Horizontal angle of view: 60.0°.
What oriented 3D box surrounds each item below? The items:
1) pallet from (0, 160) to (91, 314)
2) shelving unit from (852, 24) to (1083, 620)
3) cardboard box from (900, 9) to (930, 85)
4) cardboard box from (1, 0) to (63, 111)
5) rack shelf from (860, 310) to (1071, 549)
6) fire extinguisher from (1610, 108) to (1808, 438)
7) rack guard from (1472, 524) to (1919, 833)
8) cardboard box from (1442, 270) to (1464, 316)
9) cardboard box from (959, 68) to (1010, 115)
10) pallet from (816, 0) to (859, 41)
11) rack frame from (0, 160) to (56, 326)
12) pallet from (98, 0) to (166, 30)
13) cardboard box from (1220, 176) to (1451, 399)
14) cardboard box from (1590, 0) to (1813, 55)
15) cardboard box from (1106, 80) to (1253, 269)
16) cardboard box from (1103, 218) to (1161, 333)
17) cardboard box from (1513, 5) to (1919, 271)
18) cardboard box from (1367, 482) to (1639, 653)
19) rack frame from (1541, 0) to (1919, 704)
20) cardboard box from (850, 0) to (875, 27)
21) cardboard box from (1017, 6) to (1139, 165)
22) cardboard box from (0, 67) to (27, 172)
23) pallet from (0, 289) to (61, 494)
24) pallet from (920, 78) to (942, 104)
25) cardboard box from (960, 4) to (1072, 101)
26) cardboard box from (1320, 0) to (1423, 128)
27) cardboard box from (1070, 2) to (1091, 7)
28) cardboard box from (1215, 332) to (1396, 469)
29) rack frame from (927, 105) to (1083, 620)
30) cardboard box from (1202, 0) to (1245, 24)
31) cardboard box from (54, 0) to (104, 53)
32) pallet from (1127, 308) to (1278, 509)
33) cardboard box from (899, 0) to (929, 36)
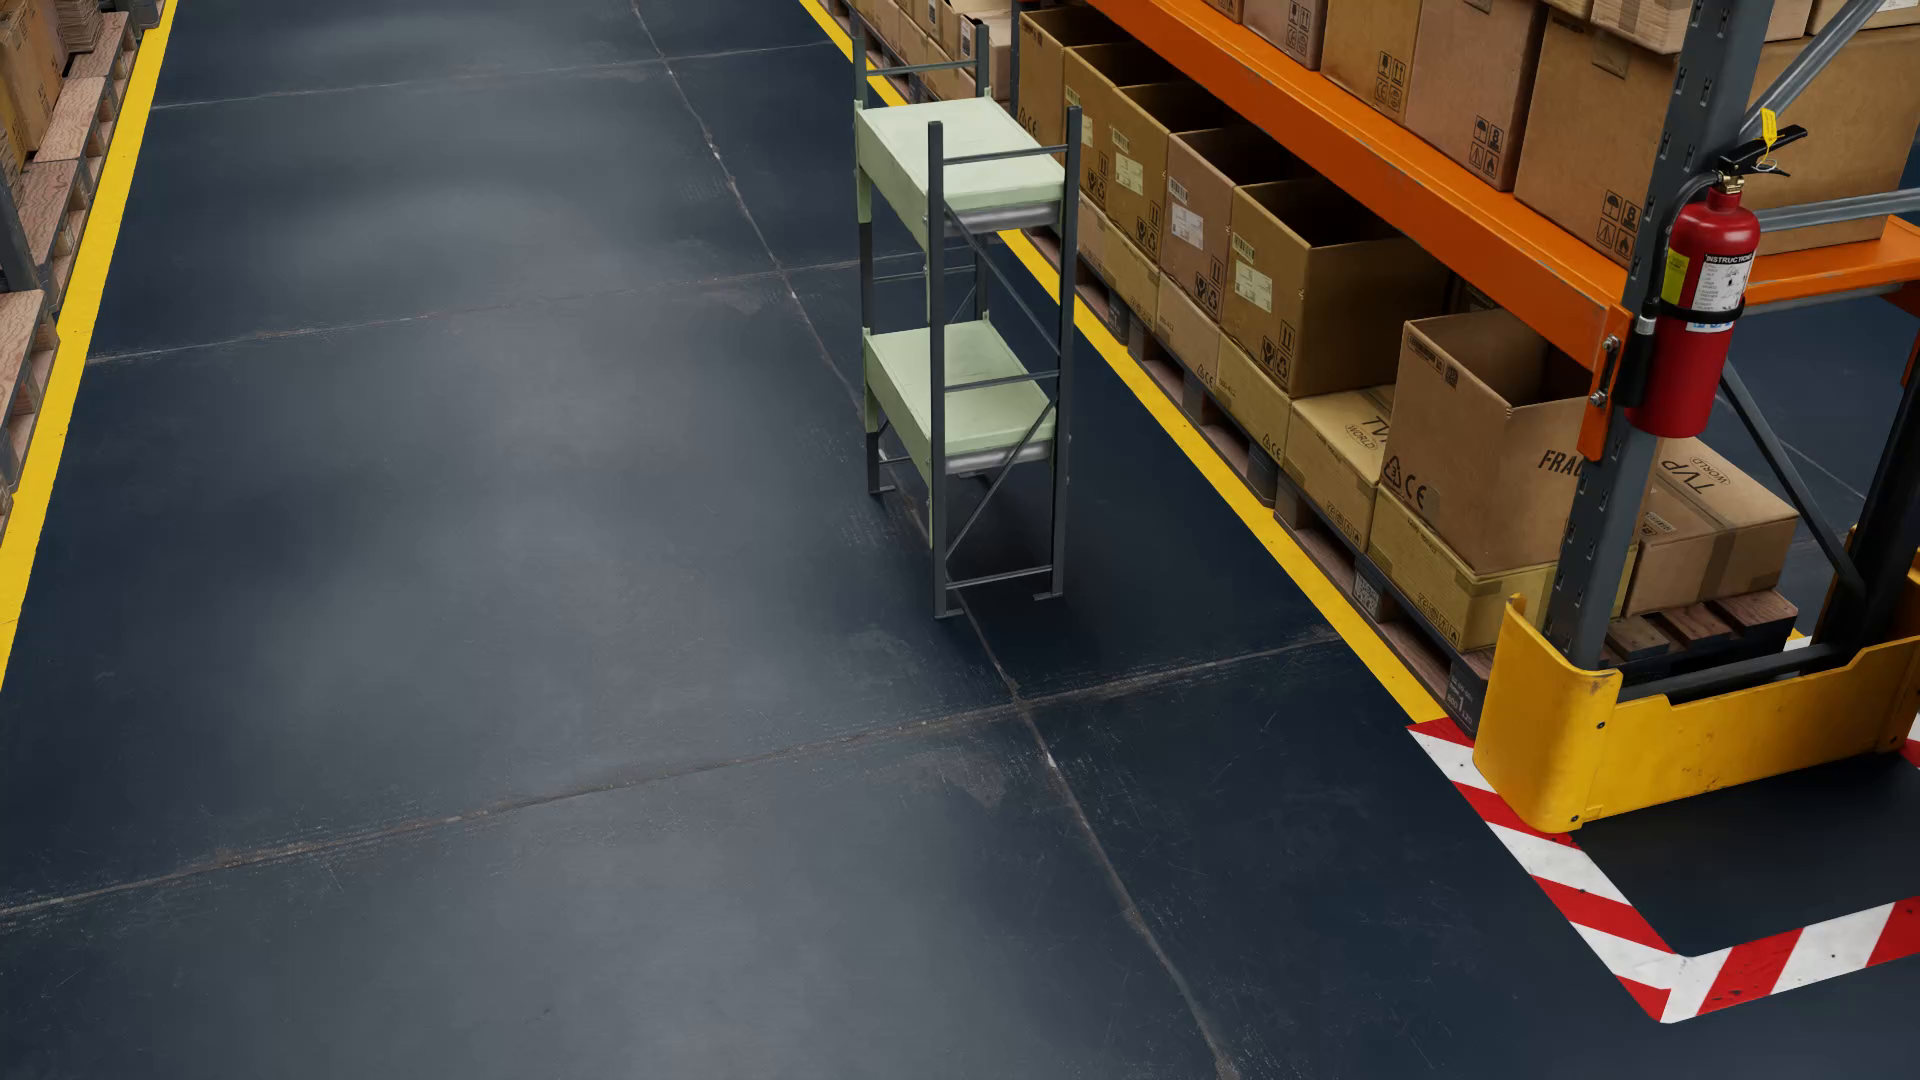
[{"bbox_3d":[-4.244,-1.222,6.908,1.003,0.211,1.213,-10,35,-15],"label":"pallet"},{"bbox_3d":[0.002,-0.622,4.831,0.431,1.500,0.755,-10,35,-15],"label":"shelving unit"},{"bbox_3d":[-0.001,-2.543,8.491,0.500,0.250,0.500,-9,35,-14],"label":"cardboard box"},{"bbox_3d":[-4.731,-2.302,7.882,0.700,0.500,0.500,-10,35,-15],"label":"cardboard box"},{"bbox_3d":[0.002,-0.350,5.011,0.431,0.370,0.720,-10,35,-15],"label":"rack shelf"},{"bbox_3d":[1.525,-0.539,3.416,0.296,0.674,0.183,-10,35,-15],"label":"fire extinguisher"},{"bbox_3d":[1.938,0.344,4.276,1.175,0.500,0.348,-10,35,-15],"label":"rack guard"},{"bbox_3d":[1.660,-0.894,5.315,0.500,0.500,0.500,-10,35,-15],"label":"cardboard box"},{"bbox_3d":[0.308,-2.009,7.682,0.500,0.250,0.500,-10,35,-15],"label":"cardboard box"},{"bbox_3d":[-0.295,-3.310,10.067,1.003,0.211,1.213,-10,35,-15],"label":"pallet"},{"bbox_3d":[-4.006,-1.977,5.521,1.000,3.000,0.127,-10,35,-15],"label":"rack frame"},{"bbox_3d":[-5.394,-3.340,10.113,1.003,0.211,1.213,-10,35,-15],"label":"pallet"},{"bbox_3d":[1.165,-0.807,5.183,0.500,0.500,0.500,-10,35,-15],"label":"cardboard box"},{"bbox_3d":[1.633,-1.193,3.655,0.380,0.149,0.250,-11,35,-16],"label":"cardboard box"},{"bbox_3d":[0.859,-1.332,5.977,0.500,0.500,0.500,-10,35,-15],"label":"cardboard box"},{"bbox_3d":[0.859,-1.019,6.184,0.500,0.250,0.500,-10,35,-15],"label":"cardboard box"},{"bbox_3d":[1.801,-1.001,3.953,0.700,0.500,0.500,-10,35,-15],"label":"cardboard box"},{"bbox_3d":[1.486,0.028,4.600,0.500,0.250,0.500,-10,35,-15],"label":"cardboard box"},{"bbox_3d":[1.931,-0.712,3.606,1.000,3.000,0.127,-10,35,-15],"label":"rack frame"},{"bbox_3d":[-0.311,-3.080,9.303,0.500,0.250,0.500,-11,35,-16],"label":"cardboard box"},{"bbox_3d":[0.554,-1.857,6.772,0.500,0.500,0.500,-10,35,-15],"label":"cardboard box"},{"bbox_3d":[-4.451,-1.764,7.067,0.700,0.500,0.500,-11,35,-16],"label":"cardboard box"},{"bbox_3d":[-3.767,-0.467,5.765,1.003,0.211,1.213,-10,35,-15],"label":"pallet"},{"bbox_3d":[0.449,-2.029,8.129,1.003,0.211,1.213,-10,35,-15],"label":"pallet"},{"bbox_3d":[0.314,-2.238,7.521,0.500,0.311,0.500,-10,35,-15],"label":"cardboard box"},{"bbox_3d":[1.490,-1.537,4.765,0.700,0.500,0.500,-10,35,-14],"label":"cardboard box"},{"bbox_3d":[0.822,-2.333,7.664,0.500,0.311,0.500,-10,35,-15],"label":"cardboard box"},{"bbox_3d":[1.168,-0.494,5.391,0.500,0.250,0.500,-10,35,-15],"label":"cardboard box"},{"bbox_3d":[0.114,-0.430,4.540,0.400,1.500,0.023,-10,35,-15],"label":"rack frame"},{"bbox_3d":[1.169,-2.082,5.589,0.700,0.500,0.500,-10,35,-14],"label":"cardboard box"},{"bbox_3d":[-4.956,-2.848,8.708,0.700,0.500,0.500,-10,35,-14],"label":"cardboard box"},{"bbox_3d":[1.289,-0.582,5.940,1.003,0.211,1.213,-10,35,-15],"label":"pallet"},{"bbox_3d":[0.000,-2.773,8.330,0.500,0.311,0.500,-10,35,-15],"label":"cardboard box"}]
